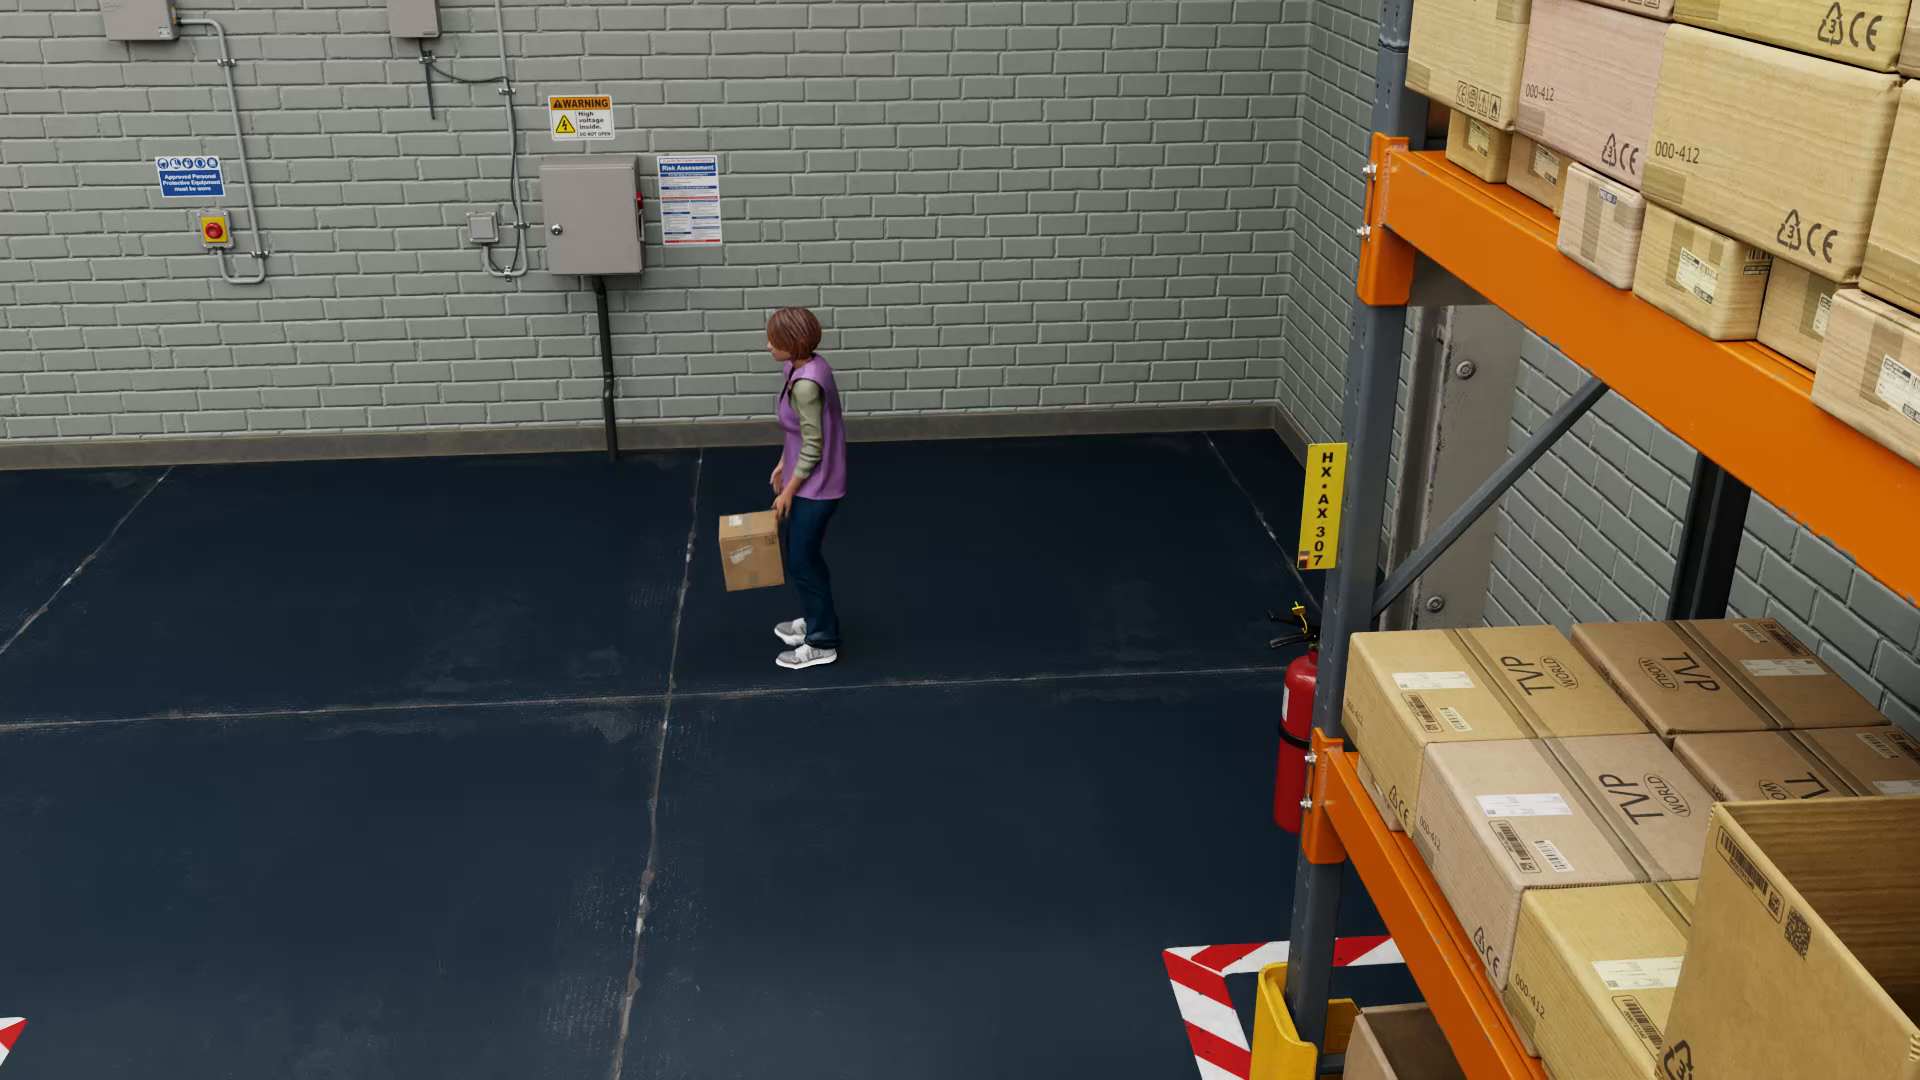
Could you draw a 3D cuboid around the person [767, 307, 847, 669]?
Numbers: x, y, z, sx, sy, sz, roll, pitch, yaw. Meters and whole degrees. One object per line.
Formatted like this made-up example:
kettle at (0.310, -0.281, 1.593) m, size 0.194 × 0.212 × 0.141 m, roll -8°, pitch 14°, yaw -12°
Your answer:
person at (-0.655, -0.226, 7.112) m, size 0.339 × 1.599 × 0.450 m, roll -3°, pitch 24°, yaw -6°
